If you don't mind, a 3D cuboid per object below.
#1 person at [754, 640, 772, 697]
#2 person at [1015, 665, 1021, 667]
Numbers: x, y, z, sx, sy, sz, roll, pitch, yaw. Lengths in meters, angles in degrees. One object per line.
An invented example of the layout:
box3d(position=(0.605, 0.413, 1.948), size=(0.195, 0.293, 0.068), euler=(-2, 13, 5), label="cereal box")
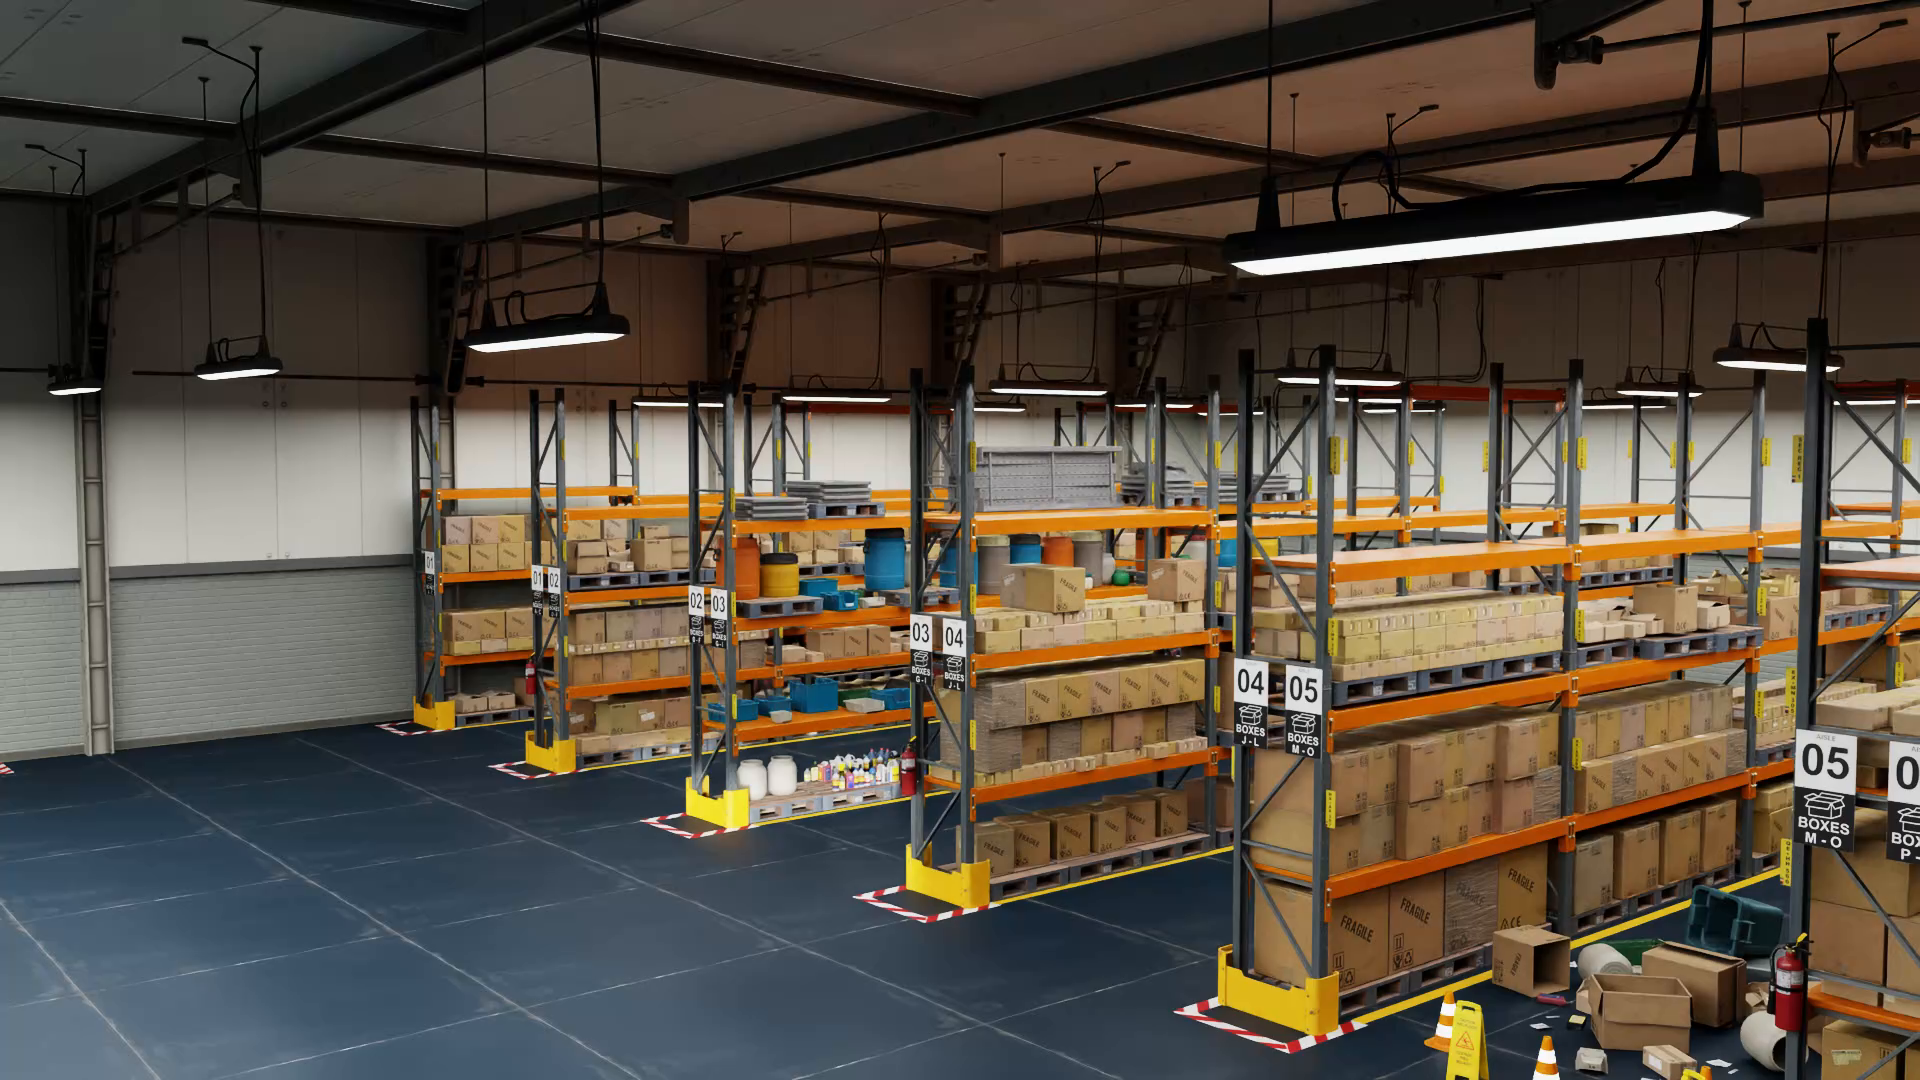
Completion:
box3d(position=(-3.656, 2.513, 31.146), size=(0.535, 1.653, 0.639), euler=(2, 4, 36), label="person")
box3d(position=(1.167, 2.597, 28.544), size=(0.553, 1.784, 0.582), euler=(-3, 4, -40), label="person")
